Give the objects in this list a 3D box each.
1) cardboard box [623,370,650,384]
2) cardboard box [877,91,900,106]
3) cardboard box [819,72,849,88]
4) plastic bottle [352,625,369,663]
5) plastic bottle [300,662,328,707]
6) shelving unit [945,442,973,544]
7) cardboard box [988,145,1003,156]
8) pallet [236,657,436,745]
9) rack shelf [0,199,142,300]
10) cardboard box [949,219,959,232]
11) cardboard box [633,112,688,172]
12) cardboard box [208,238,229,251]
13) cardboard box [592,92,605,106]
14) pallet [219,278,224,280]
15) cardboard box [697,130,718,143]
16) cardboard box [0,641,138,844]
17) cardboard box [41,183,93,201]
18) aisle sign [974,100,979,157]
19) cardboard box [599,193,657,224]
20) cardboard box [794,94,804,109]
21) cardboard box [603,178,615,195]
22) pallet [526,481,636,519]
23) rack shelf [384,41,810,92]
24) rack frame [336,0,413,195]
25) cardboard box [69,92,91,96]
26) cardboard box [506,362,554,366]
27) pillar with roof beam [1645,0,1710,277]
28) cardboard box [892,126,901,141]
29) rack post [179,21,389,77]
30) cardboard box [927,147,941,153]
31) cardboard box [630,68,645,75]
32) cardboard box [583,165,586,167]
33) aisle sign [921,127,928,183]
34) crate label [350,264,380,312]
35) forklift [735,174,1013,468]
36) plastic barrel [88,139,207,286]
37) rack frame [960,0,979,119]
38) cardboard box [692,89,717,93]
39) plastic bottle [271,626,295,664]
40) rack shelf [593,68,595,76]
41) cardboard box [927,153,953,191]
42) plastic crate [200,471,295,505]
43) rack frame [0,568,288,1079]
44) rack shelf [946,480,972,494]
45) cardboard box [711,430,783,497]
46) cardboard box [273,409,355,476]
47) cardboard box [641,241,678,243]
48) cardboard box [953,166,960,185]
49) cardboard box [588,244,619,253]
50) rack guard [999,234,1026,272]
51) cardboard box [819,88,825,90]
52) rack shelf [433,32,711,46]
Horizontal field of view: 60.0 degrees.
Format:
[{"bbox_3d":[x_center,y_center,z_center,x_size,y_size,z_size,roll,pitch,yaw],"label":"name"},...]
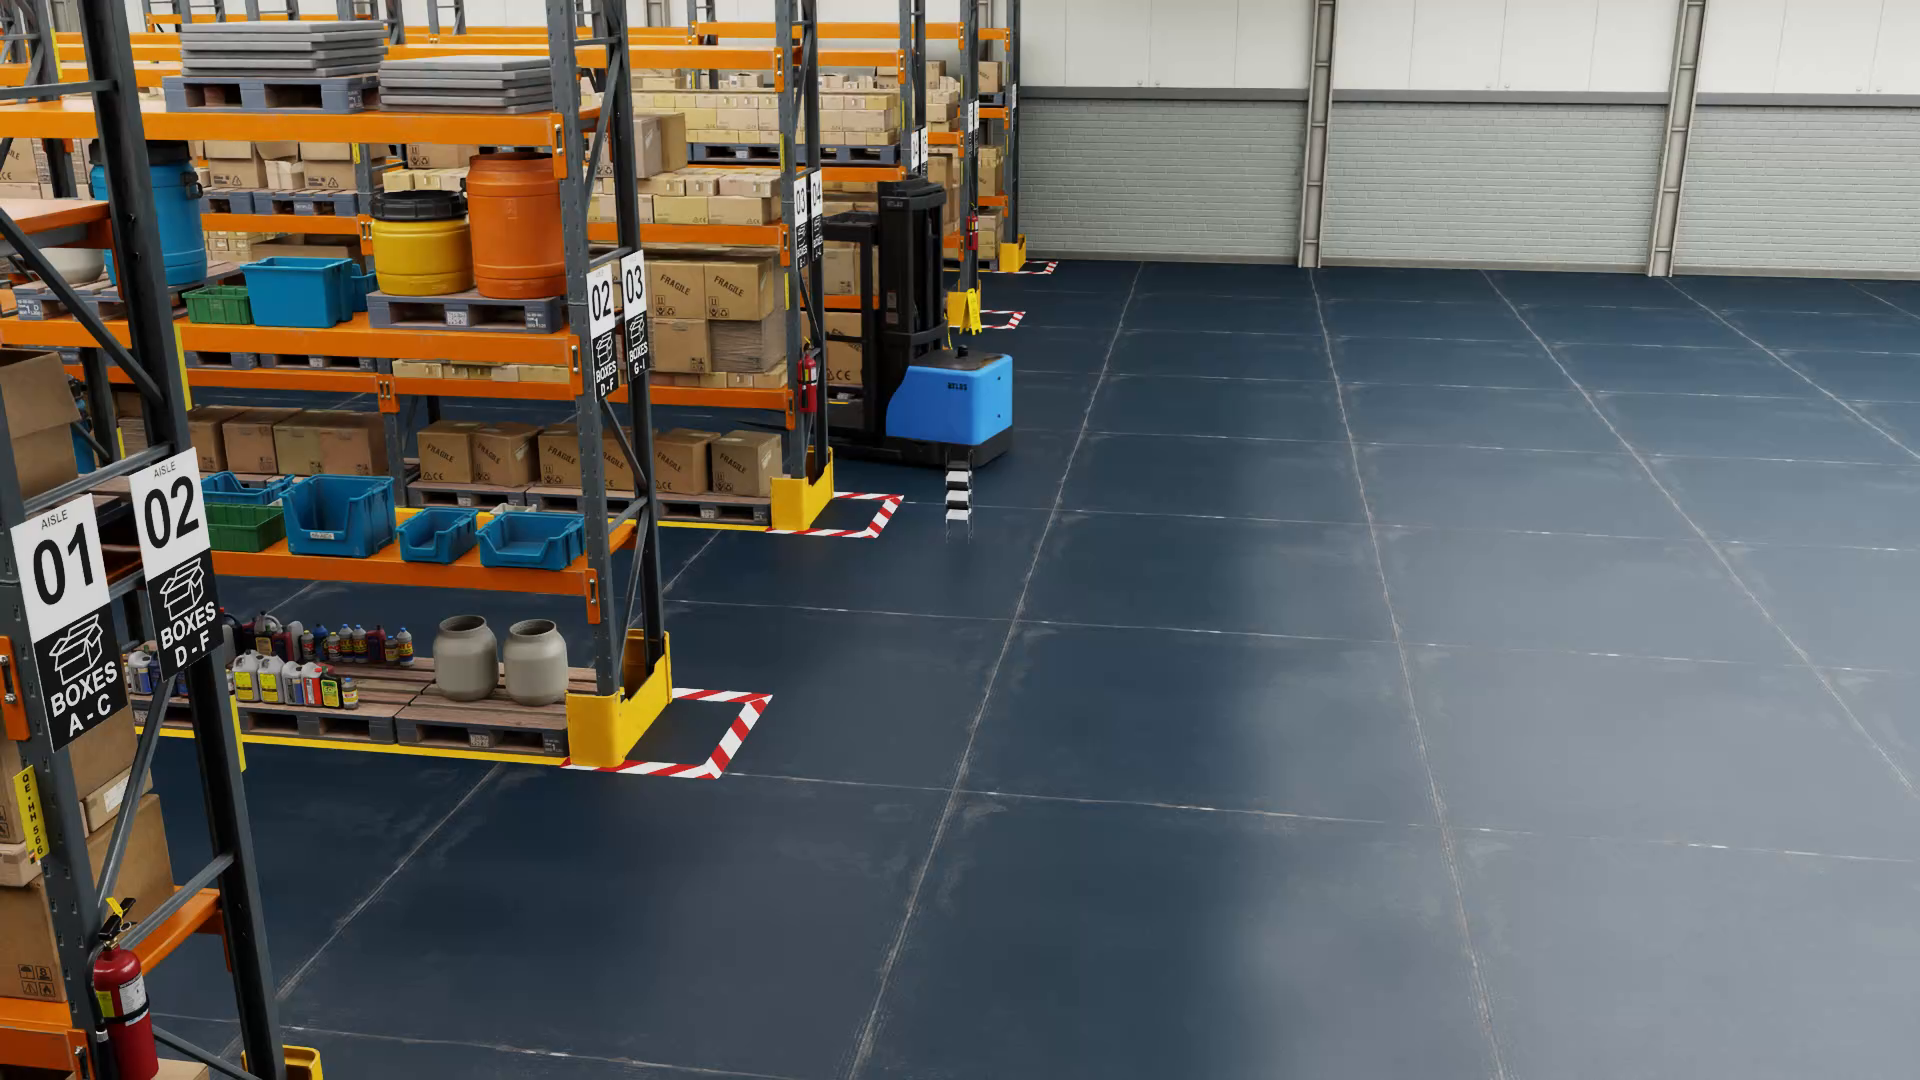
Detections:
[{"bbox_3d":[-2.985,-1.579,15.637,0.250,0.149,0.380,3,19,9],"label":"cardboard box"},{"bbox_3d":[-0.827,-5.284,19.907,0.250,0.149,0.380,3,19,9],"label":"cardboard box"},{"bbox_3d":[-2.245,-8.060,29.206,0.500,0.311,0.500,3,19,10],"label":"cardboard box"},{"bbox_3d":[-4.299,0.740,11.917,0.097,0.271,0.097,0,18,0],"label":"plastic bottle"},{"bbox_3d":[-4.347,0.968,11.229,0.135,0.276,0.152,3,19,9],"label":"plastic bottle"},{"bbox_3d":[-0.008,-0.427,15.108,0.210,0.900,0.258,3,19,9],"label":"shelving unit"},{"bbox_3d":[0.624,-6.930,29.587,0.250,0.149,0.380,3,19,8],"label":"cardboard box"},{"bbox_3d":[-4.305,1.090,11.660,1.213,0.211,1.003,3,19,9],"label":"pallet"},{"bbox_3d":[-4.984,-1.002,5.827,4.000,0.370,1.077,3,19,9],"label":"rack shelf"},{"bbox_3d":[-0.165,-4.758,25.139,0.250,0.149,0.380,3,19,9],"label":"cardboard box"},{"bbox_3d":[-2.857,-3.698,15.433,0.500,0.500,0.500,3,19,8],"label":"cardboard box"},{"bbox_3d":[-9.270,-3.758,21.020,0.250,0.149,0.380,4,19,11],"label":"cardboard box"},{"bbox_3d":[-4.192,-5.244,19.787,0.250,0.149,0.380,3,19,9],"label":"cardboard box"},{"bbox_3d":[-9.167,-3.553,21.445,1.003,0.211,1.213,3,19,9],"label":"pallet"},{"bbox_3d":[-2.934,-4.802,19.724,0.250,0.149,0.380,3,19,9],"label":"cardboard box"},{"bbox_3d":[-3.520,0.720,6.169,0.500,0.500,0.700,3,19,9],"label":"cardboard box"},{"bbox_3d":[-8.403,-3.315,15.940,0.500,0.250,0.500,3,19,10],"label":"cardboard box"},{"bbox_3d":[0.248,-6.122,24.722,0.004,0.787,0.394,3,19,9],"label":"aisle sign"},{"bbox_3d":[-2.949,-3.039,15.115,0.500,0.250,0.500,3,19,10],"label":"cardboard box"},{"bbox_3d":[-1.936,-5.129,19.445,0.250,0.149,0.380,3,19,9],"label":"cardboard box"},{"bbox_3d":[-3.041,-3.215,15.012,0.250,0.149,0.380,2,19,6],"label":"cardboard box"},{"bbox_3d":[-3.507,-0.486,16.370,1.213,0.211,1.003,3,19,9],"label":"pallet"},{"bbox_3d":[-3.409,-4.293,15.039,4.000,0.370,1.077,3,19,9],"label":"rack shelf"},{"bbox_3d":[-5.384,-4.737,15.225,0.127,3.000,1.000,3,19,9],"label":"rack frame"},{"bbox_3d":[-13.693,-7.168,26.243,0.500,0.500,0.500,3,19,10],"label":"cardboard box"},{"bbox_3d":[-3.951,-2.008,15.899,0.500,0.500,0.875,3,19,9],"label":"cardboard box"},{"bbox_3d":[11.542,-7.560,23.663,0.400,9.000,9.100,3,19,9],"label":"pillar with roof beam"},{"bbox_3d":[-0.835,-4.907,20.037,0.250,0.149,0.380,3,19,9],"label":"cardboard box"},{"bbox_3d":[-4.138,-3.036,10.260,0.954,0.300,0.937,3,19,8],"label":"rack post"},{"bbox_3d":[-0.486,-6.820,29.257,0.250,0.149,0.380,3,19,10],"label":"cardboard box"},{"bbox_3d":[-5.787,-8.363,29.812,0.500,0.500,0.700,3,19,8],"label":"cardboard box"},{"bbox_3d":[-3.715,-3.442,15.690,0.250,0.149,0.380,4,19,11],"label":"cardboard box"},{"bbox_3d":[-0.430,-4.563,20.062,0.004,0.787,0.394,3,19,9],"label":"aisle sign"},{"bbox_3d":[-4.016,-1.688,11.076,0.408,0.251,0.502,3,19,9],"label":"crate label"},{"bbox_3d":[-0.990,-2.408,17.829,3.031,2.935,1.130,8,20,23],"label":"forklift"},{"bbox_3d":[-5.204,-2.116,10.667,0.708,0.901,0.600,3,19,9],"label":"plastic barrel"},{"bbox_3d":[0.138,-7.640,23.902,0.127,3.000,1.000,3,19,9],"label":"rack frame"},{"bbox_3d":[-3.085,-5.399,20.252,0.250,0.149,0.380,3,19,9],"label":"cardboard box"},{"bbox_3d":[-4.836,0.750,11.868,0.133,0.283,0.061,3,19,9],"label":"plastic bottle"},{"bbox_3d":[-6.472,-5.855,20.332,4.000,0.370,1.077,3,19,9],"label":"rack shelf"},{"bbox_3d":[-0.401,-5.415,24.505,0.500,0.500,0.700,2,19,7],"label":"cardboard box"},{"bbox_3d":[-5.033,-0.299,11.650,0.616,0.251,0.499,3,19,9],"label":"plastic crate"},{"bbox_3d":[-3.009,1.413,6.300,0.127,3.000,1.000,3,19,9],"label":"rack frame"},{"bbox_3d":[-0.008,-0.481,15.090,0.200,0.077,0.258,3,19,9],"label":"rack shelf"},{"bbox_3d":[-2.048,-0.741,16.015,0.500,0.500,0.500,7,20,19],"label":"cardboard box"},{"bbox_3d":[-6.454,-0.983,16.705,0.500,0.500,0.700,3,19,8],"label":"cardboard box"},{"bbox_3d":[-3.577,-4.003,20.549,0.550,0.550,0.875,3,19,9],"label":"cardboard box"},{"bbox_3d":[-0.117,-6.369,29.401,0.500,0.500,0.500,4,19,10],"label":"cardboard box"},{"bbox_3d":[-3.415,-2.542,15.916,0.500,0.500,0.500,3,19,9],"label":"cardboard box"},{"bbox_3d":[0.945,-5.164,29.895,0.348,0.500,1.175,3,19,9],"label":"rack guard"},{"bbox_3d":[-2.172,-6.686,24.918,0.250,0.149,0.380,3,19,9],"label":"cardboard box"},{"bbox_3d":[-5.786,-7.411,24.982,4.000,0.370,1.077,3,19,9],"label":"rack shelf"}]
